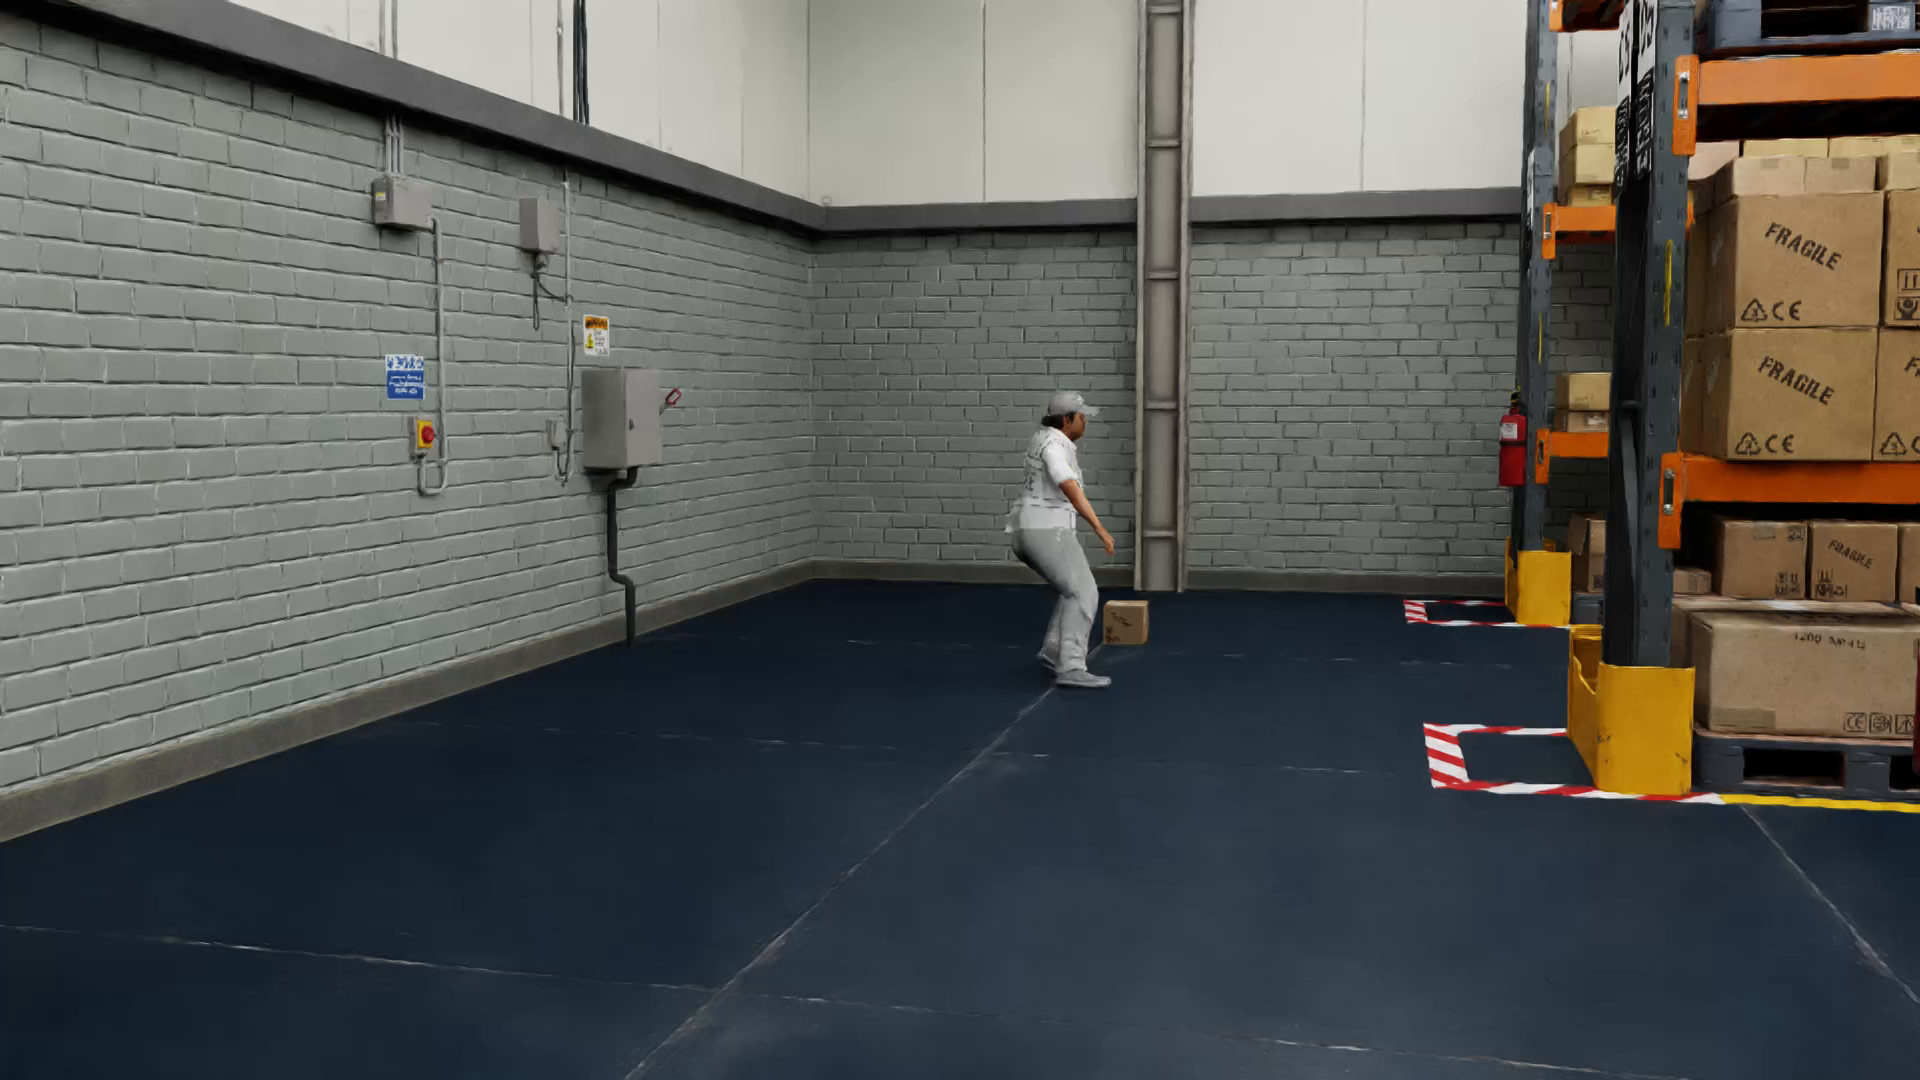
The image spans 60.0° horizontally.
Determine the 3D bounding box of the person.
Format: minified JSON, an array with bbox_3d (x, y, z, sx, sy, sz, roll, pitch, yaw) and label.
[{"bbox_3d":[0.546,0.002,9.063,0.523,1.618,0.864,-1,5,-14],"label":"person"}]
